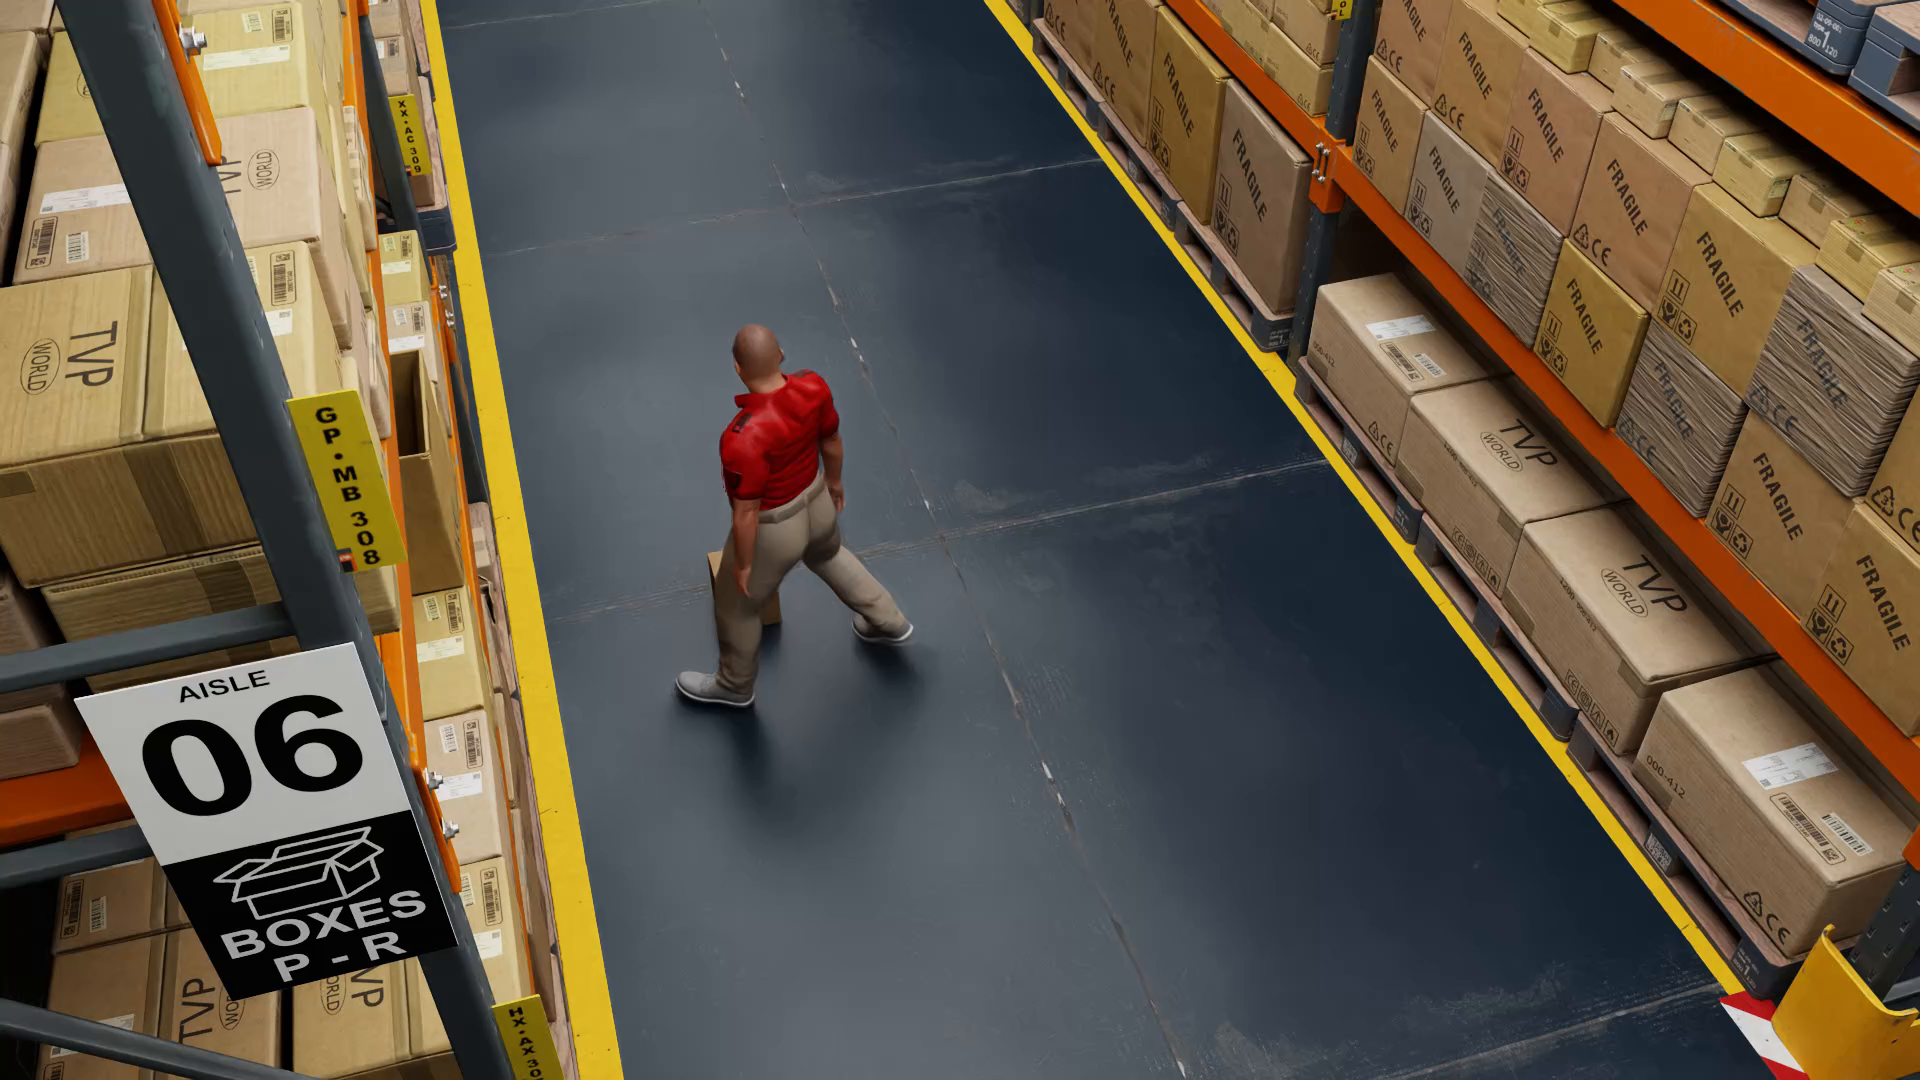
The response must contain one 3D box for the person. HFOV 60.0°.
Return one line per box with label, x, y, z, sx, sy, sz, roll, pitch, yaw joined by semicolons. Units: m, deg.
person;-0.661;-0.089;6.278;0.724;1.703;0.769;24;47;24
